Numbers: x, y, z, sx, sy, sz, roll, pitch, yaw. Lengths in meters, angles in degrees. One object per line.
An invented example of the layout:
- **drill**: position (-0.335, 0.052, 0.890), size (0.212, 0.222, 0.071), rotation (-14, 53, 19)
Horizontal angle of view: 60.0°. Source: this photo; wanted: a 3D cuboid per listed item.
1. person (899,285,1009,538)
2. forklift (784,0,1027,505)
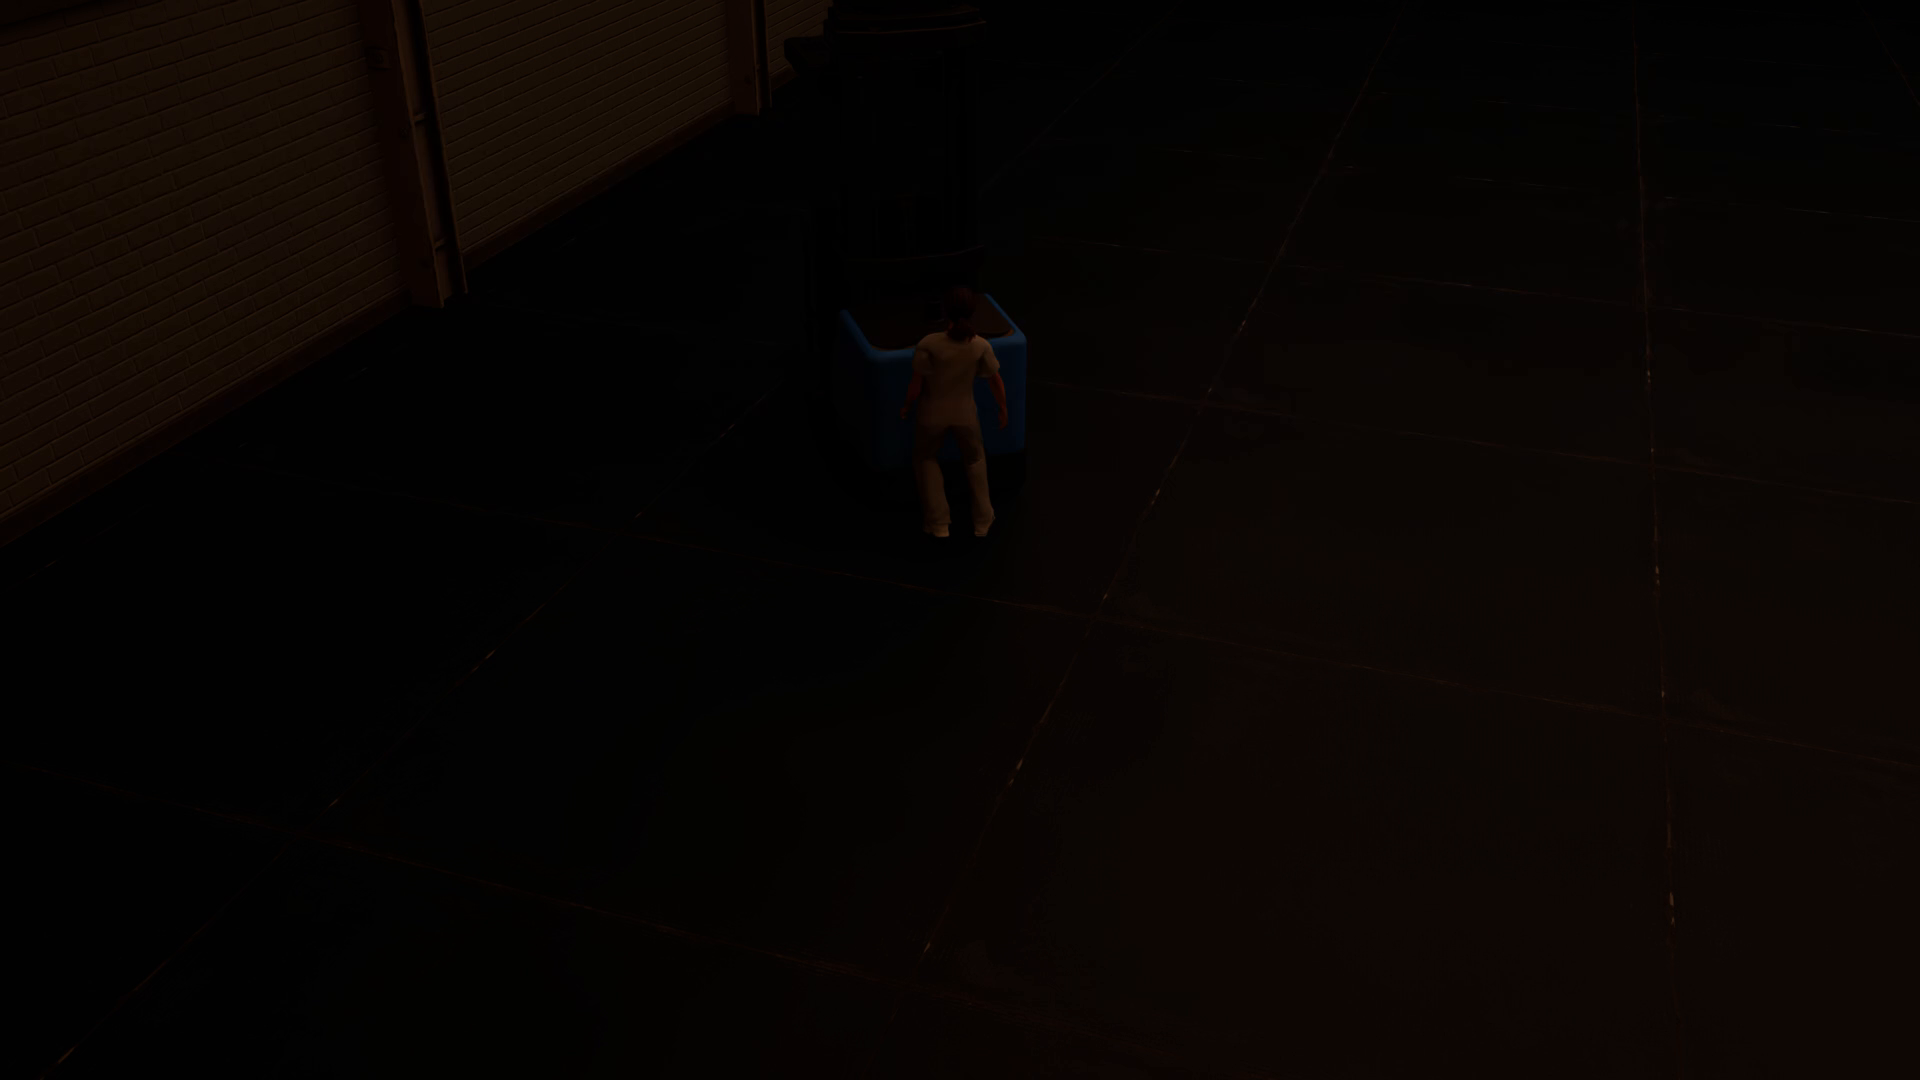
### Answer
- **person**: position (-0.025, -0.746, 9.782), size (0.648, 1.613, 0.440), rotation (-5, 30, -9)
- **forklift**: position (-0.492, -2.206, 11.007), size (1.130, 2.935, 3.031), rotation (-9, 31, -15)
